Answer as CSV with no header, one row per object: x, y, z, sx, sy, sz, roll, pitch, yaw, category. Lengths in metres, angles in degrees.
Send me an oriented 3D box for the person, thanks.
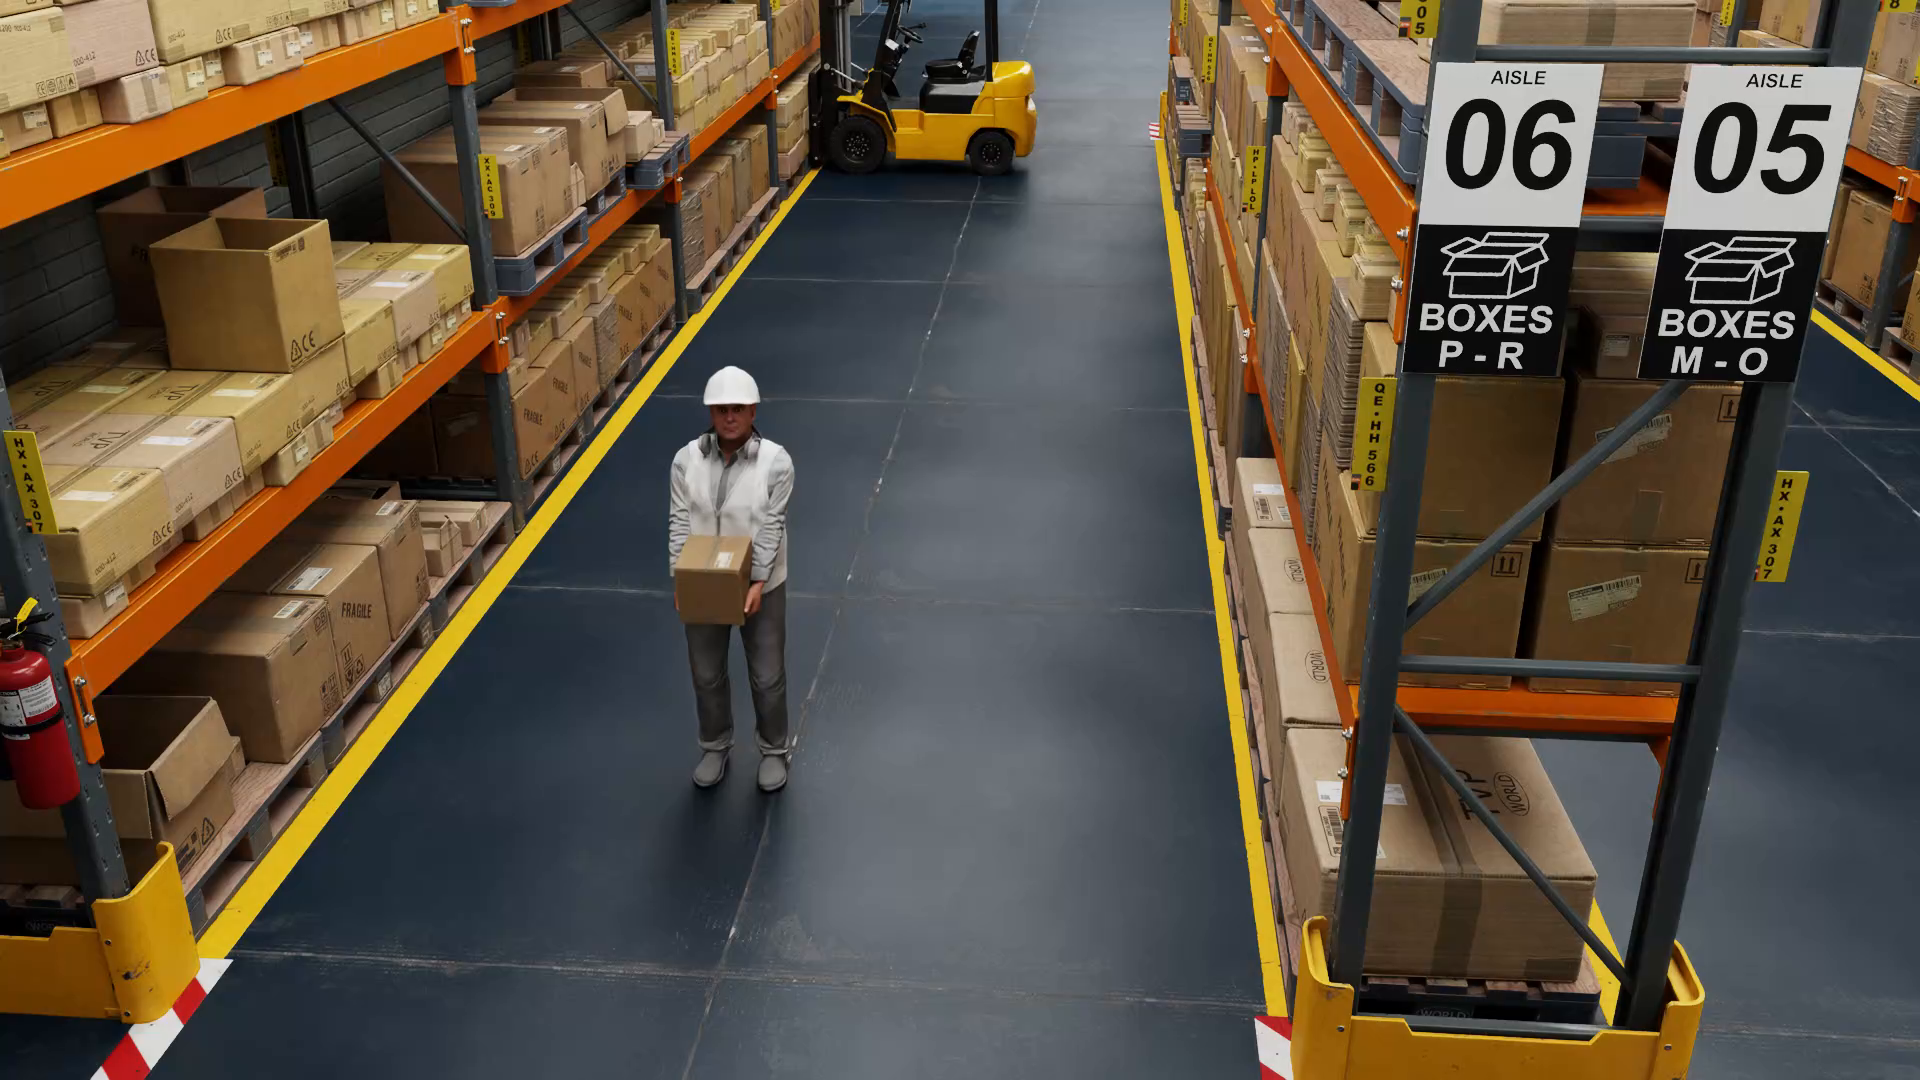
-0.906,0.206,6.630,0.494,1.762,0.564,2,24,5,person
